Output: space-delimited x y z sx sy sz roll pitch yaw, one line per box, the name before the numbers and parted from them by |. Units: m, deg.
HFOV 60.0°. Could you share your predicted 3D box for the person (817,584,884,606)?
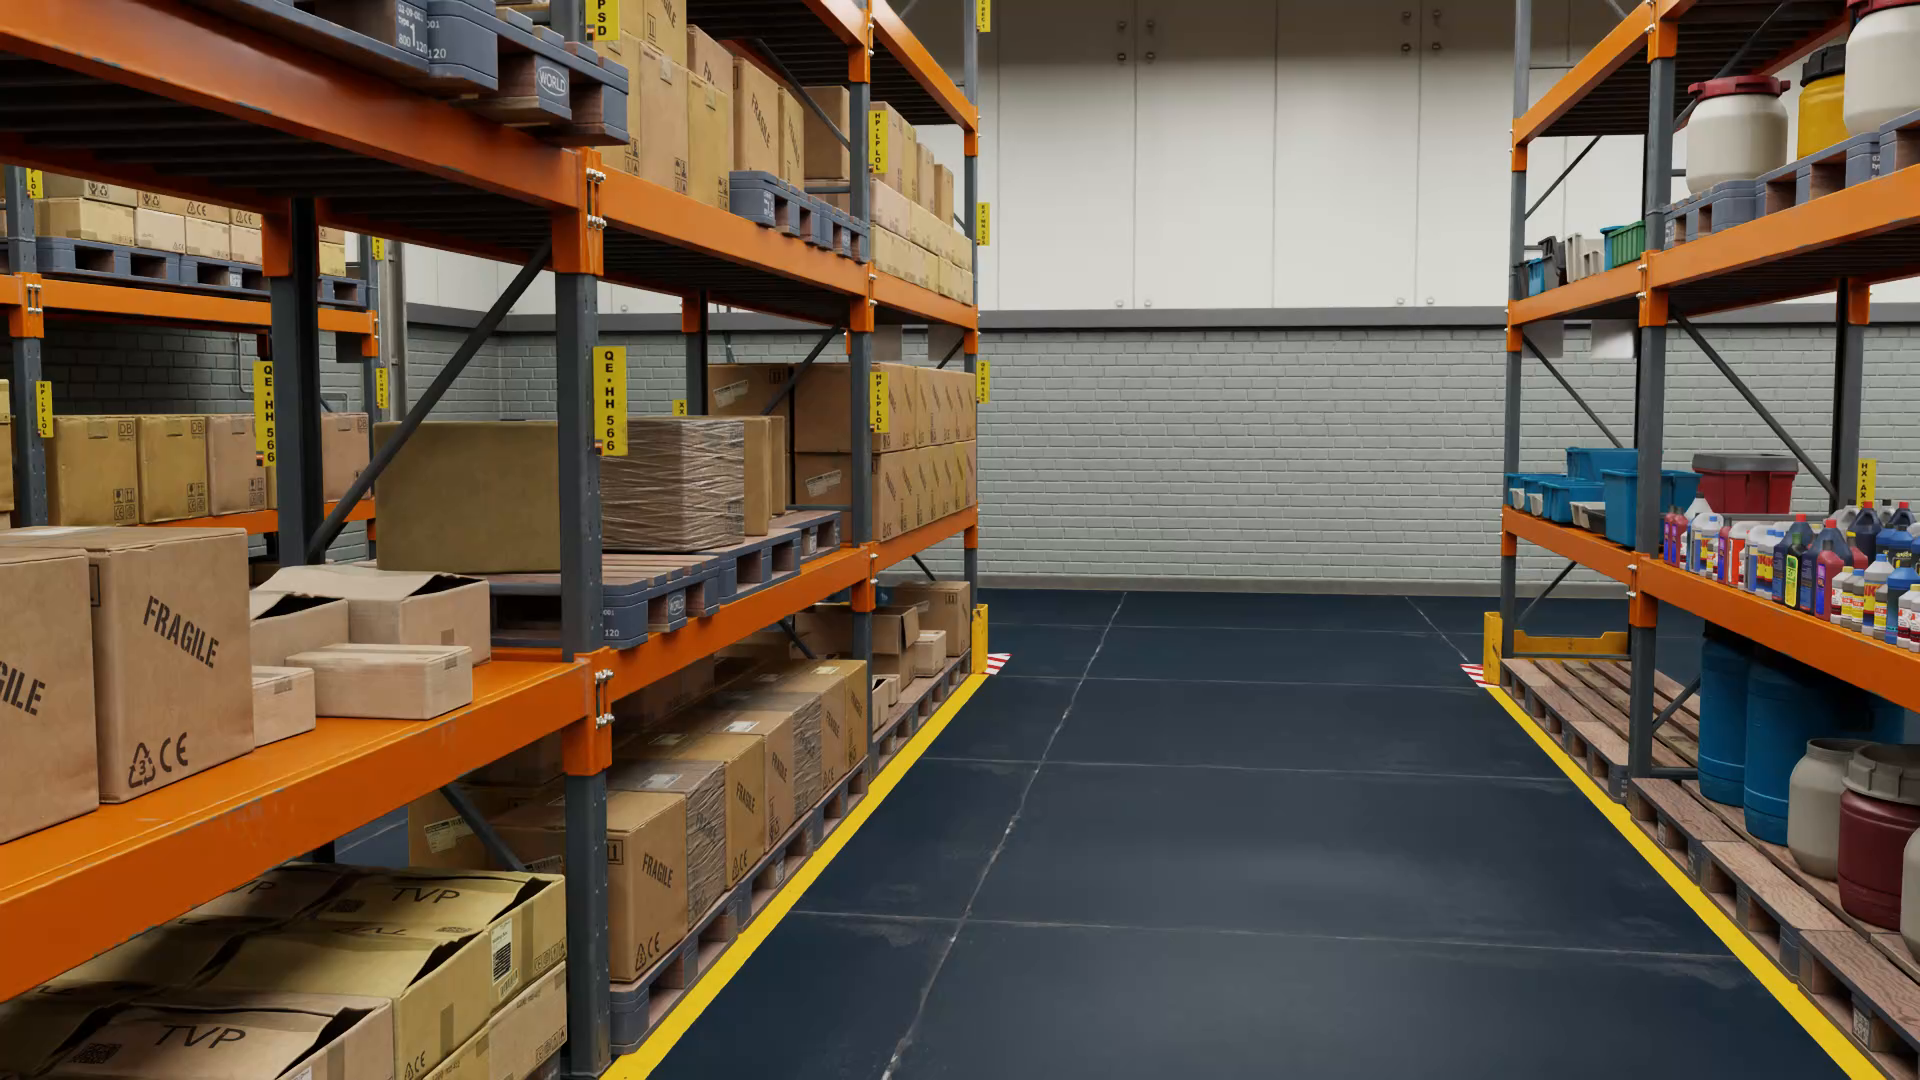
person | -1.076 -0.008 15.651 0.680 1.592 0.570 -3 6 -36
